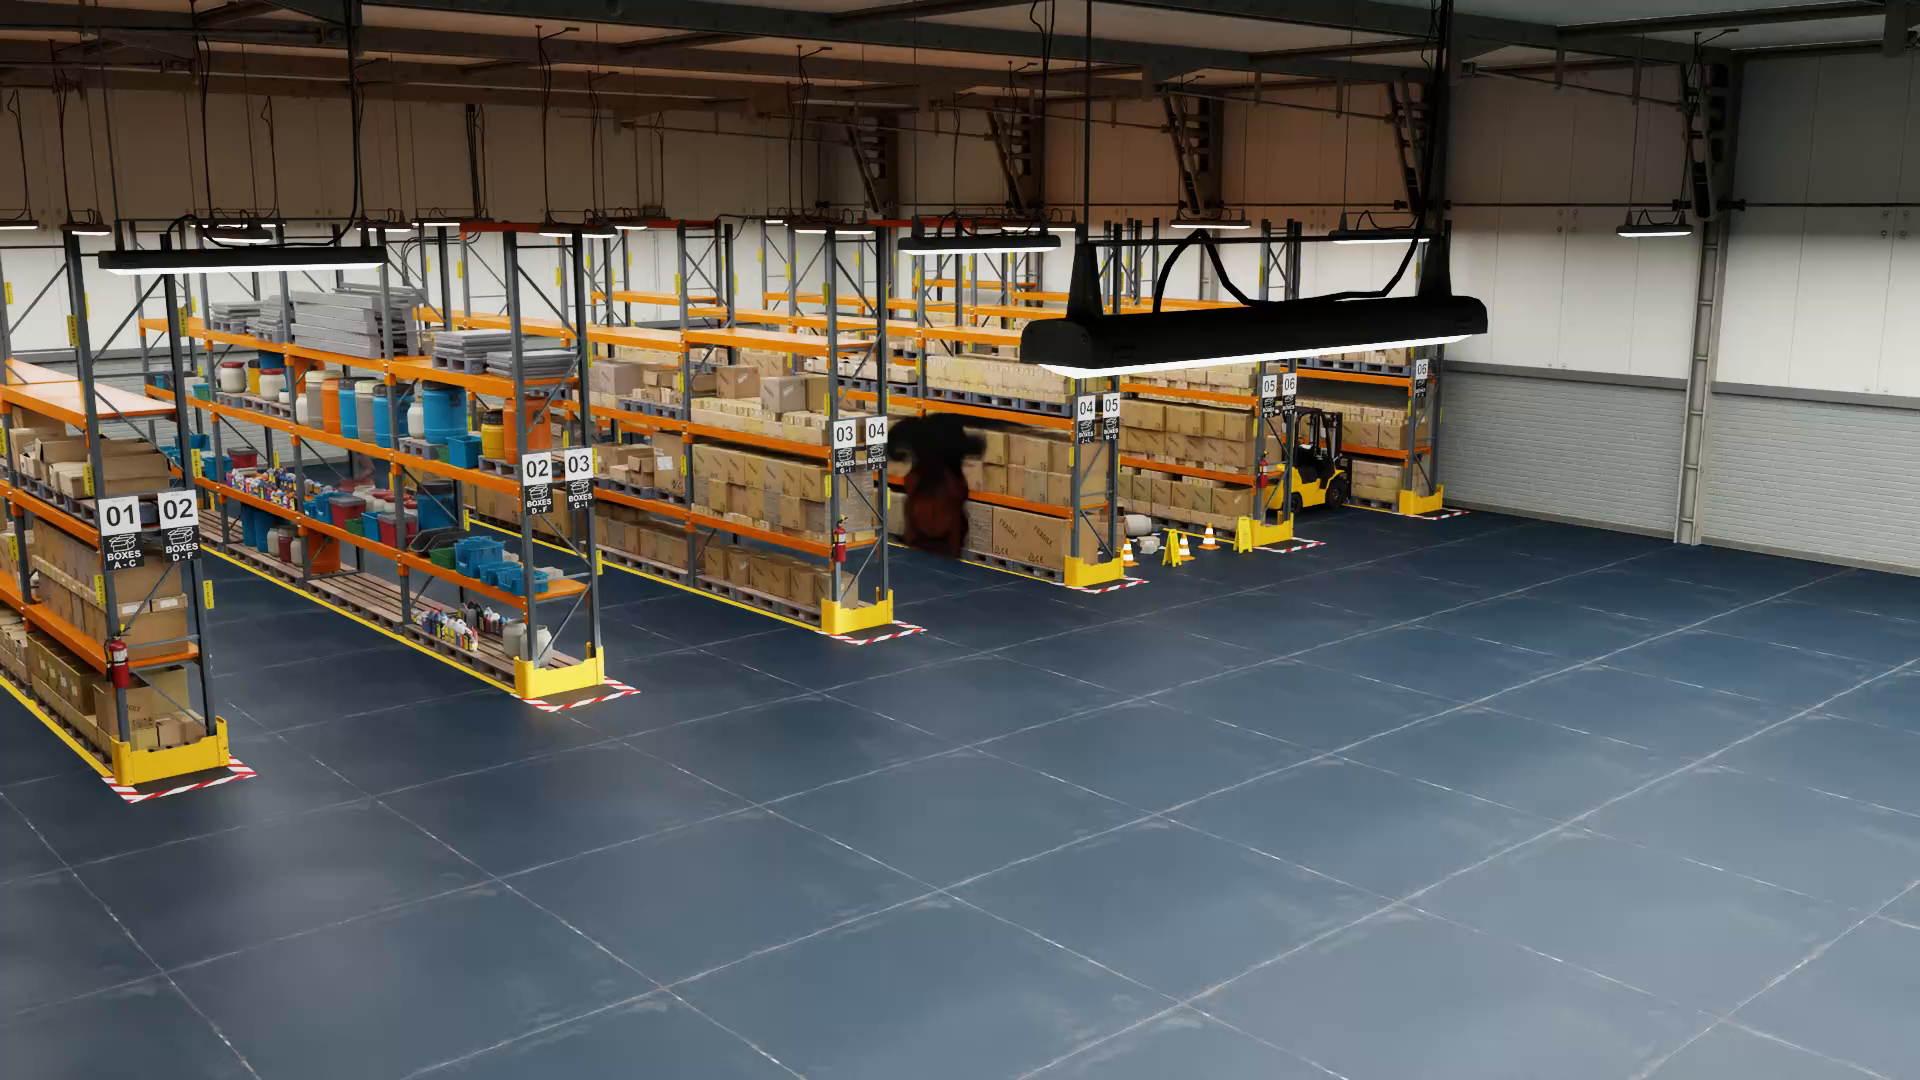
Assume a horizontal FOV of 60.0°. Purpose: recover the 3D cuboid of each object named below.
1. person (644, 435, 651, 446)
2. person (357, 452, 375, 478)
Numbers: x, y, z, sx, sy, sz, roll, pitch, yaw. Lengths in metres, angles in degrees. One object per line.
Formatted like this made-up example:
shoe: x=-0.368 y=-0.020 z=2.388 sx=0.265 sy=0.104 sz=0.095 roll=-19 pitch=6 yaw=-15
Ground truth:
person: x=-7.982 y=-3.165 z=43.032 sx=0.655 sy=1.836 sz=0.850 roll=6 pitch=13 yaw=26
person: x=-13.409 y=-1.909 z=37.160 sx=0.527 sy=1.659 sz=0.711 roll=-6 pitch=13 yaw=-27
